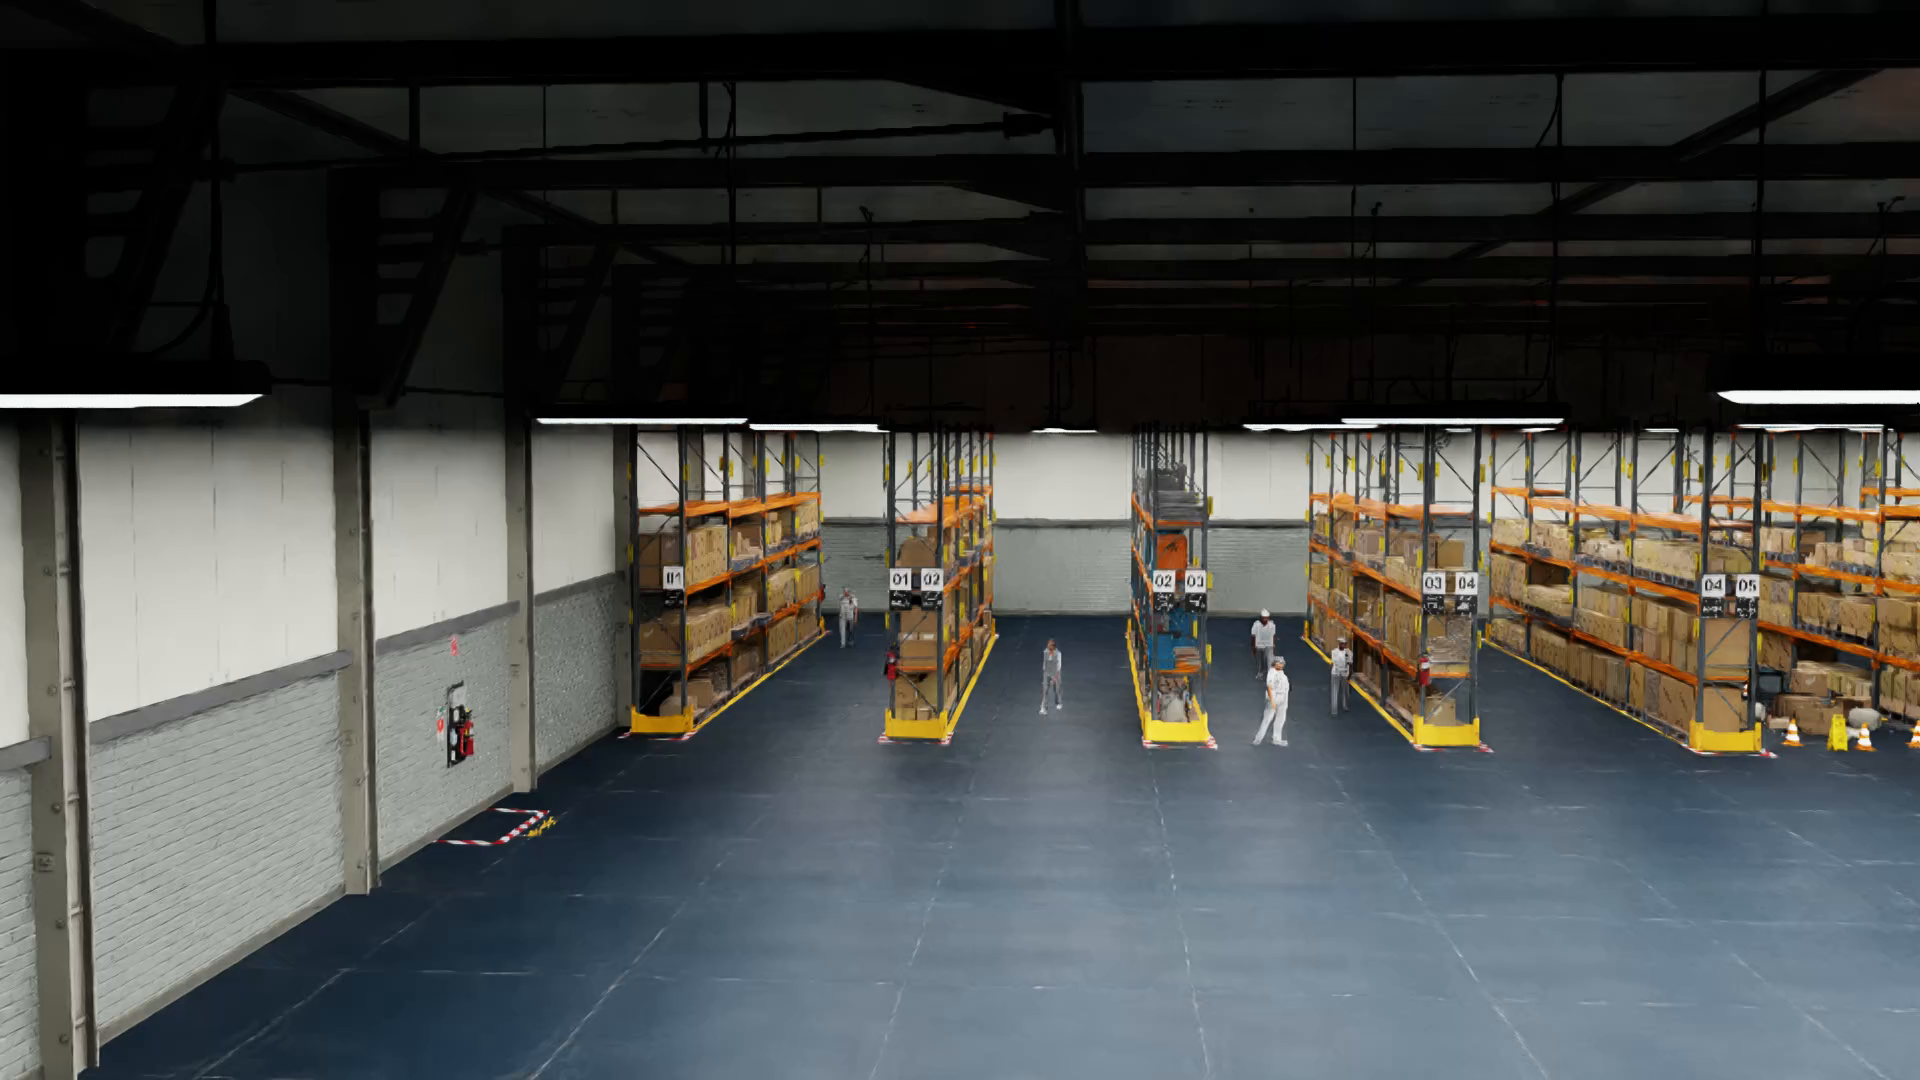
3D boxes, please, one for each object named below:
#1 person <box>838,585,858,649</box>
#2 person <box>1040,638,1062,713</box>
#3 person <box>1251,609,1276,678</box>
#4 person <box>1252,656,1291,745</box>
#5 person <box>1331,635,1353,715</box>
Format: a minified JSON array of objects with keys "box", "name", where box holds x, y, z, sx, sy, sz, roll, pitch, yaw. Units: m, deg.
[{"box":[-3.002,2.044,44.574,0.556,1.708,1.040,0,4,3],"name":"person"},{"box":[1.901,2.776,34.218,0.408,1.533,0.962,1,4,14],"name":"person"},{"box":[7.024,2.434,38.445,0.577,1.691,1.121,0,4,7],"name":"person"},{"box":[5.735,2.961,30.661,0.704,1.660,0.494,-3,5,-43],"name":"person"},{"box":[7.807,2.744,33.981,0.441,1.623,0.992,1,4,13],"name":"person"}]
